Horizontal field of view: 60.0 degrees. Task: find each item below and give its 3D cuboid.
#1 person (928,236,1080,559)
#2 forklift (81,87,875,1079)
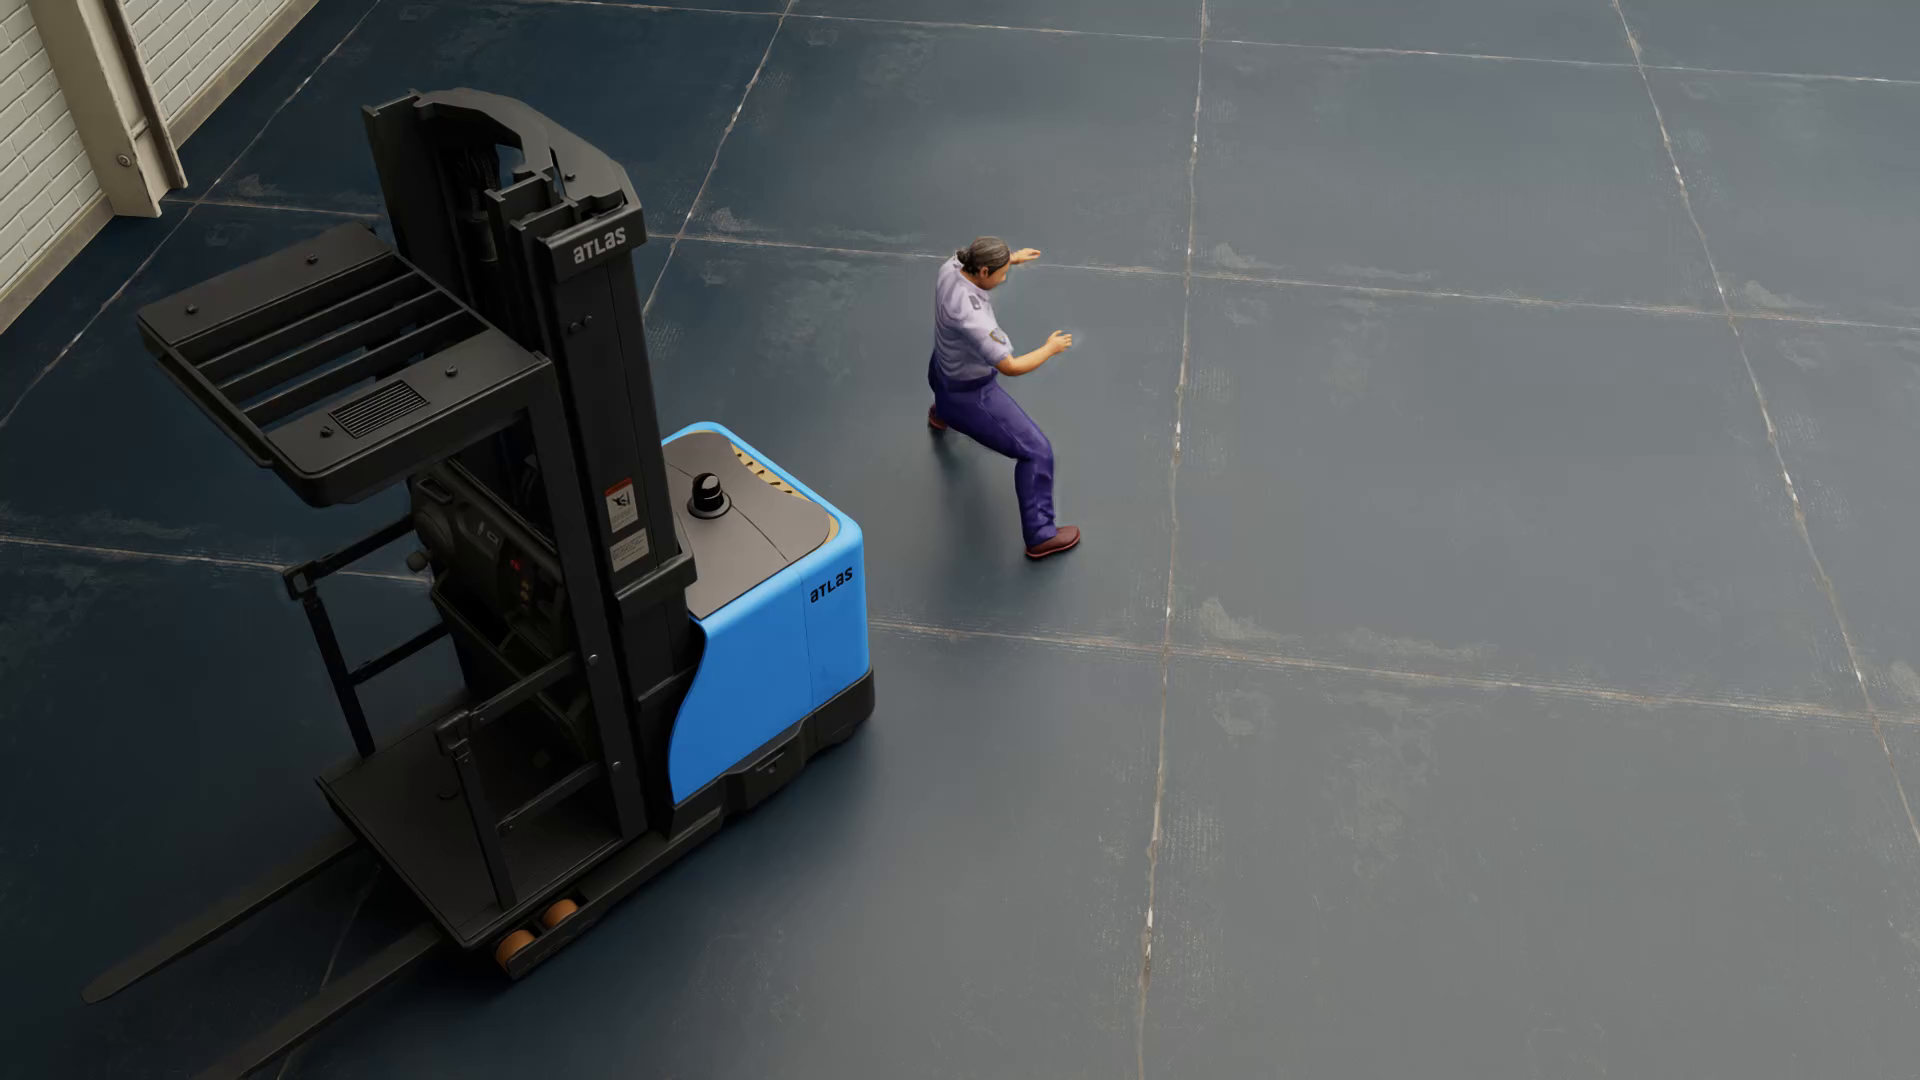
[{"bbox_3d":[0.171,-0.815,7.721,0.625,1.430,1.205,-8,43,-8],"label":"person"},{"bbox_3d":[-1.767,0.125,5.588,3.031,2.935,1.130,-33,52,-31],"label":"forklift"}]
